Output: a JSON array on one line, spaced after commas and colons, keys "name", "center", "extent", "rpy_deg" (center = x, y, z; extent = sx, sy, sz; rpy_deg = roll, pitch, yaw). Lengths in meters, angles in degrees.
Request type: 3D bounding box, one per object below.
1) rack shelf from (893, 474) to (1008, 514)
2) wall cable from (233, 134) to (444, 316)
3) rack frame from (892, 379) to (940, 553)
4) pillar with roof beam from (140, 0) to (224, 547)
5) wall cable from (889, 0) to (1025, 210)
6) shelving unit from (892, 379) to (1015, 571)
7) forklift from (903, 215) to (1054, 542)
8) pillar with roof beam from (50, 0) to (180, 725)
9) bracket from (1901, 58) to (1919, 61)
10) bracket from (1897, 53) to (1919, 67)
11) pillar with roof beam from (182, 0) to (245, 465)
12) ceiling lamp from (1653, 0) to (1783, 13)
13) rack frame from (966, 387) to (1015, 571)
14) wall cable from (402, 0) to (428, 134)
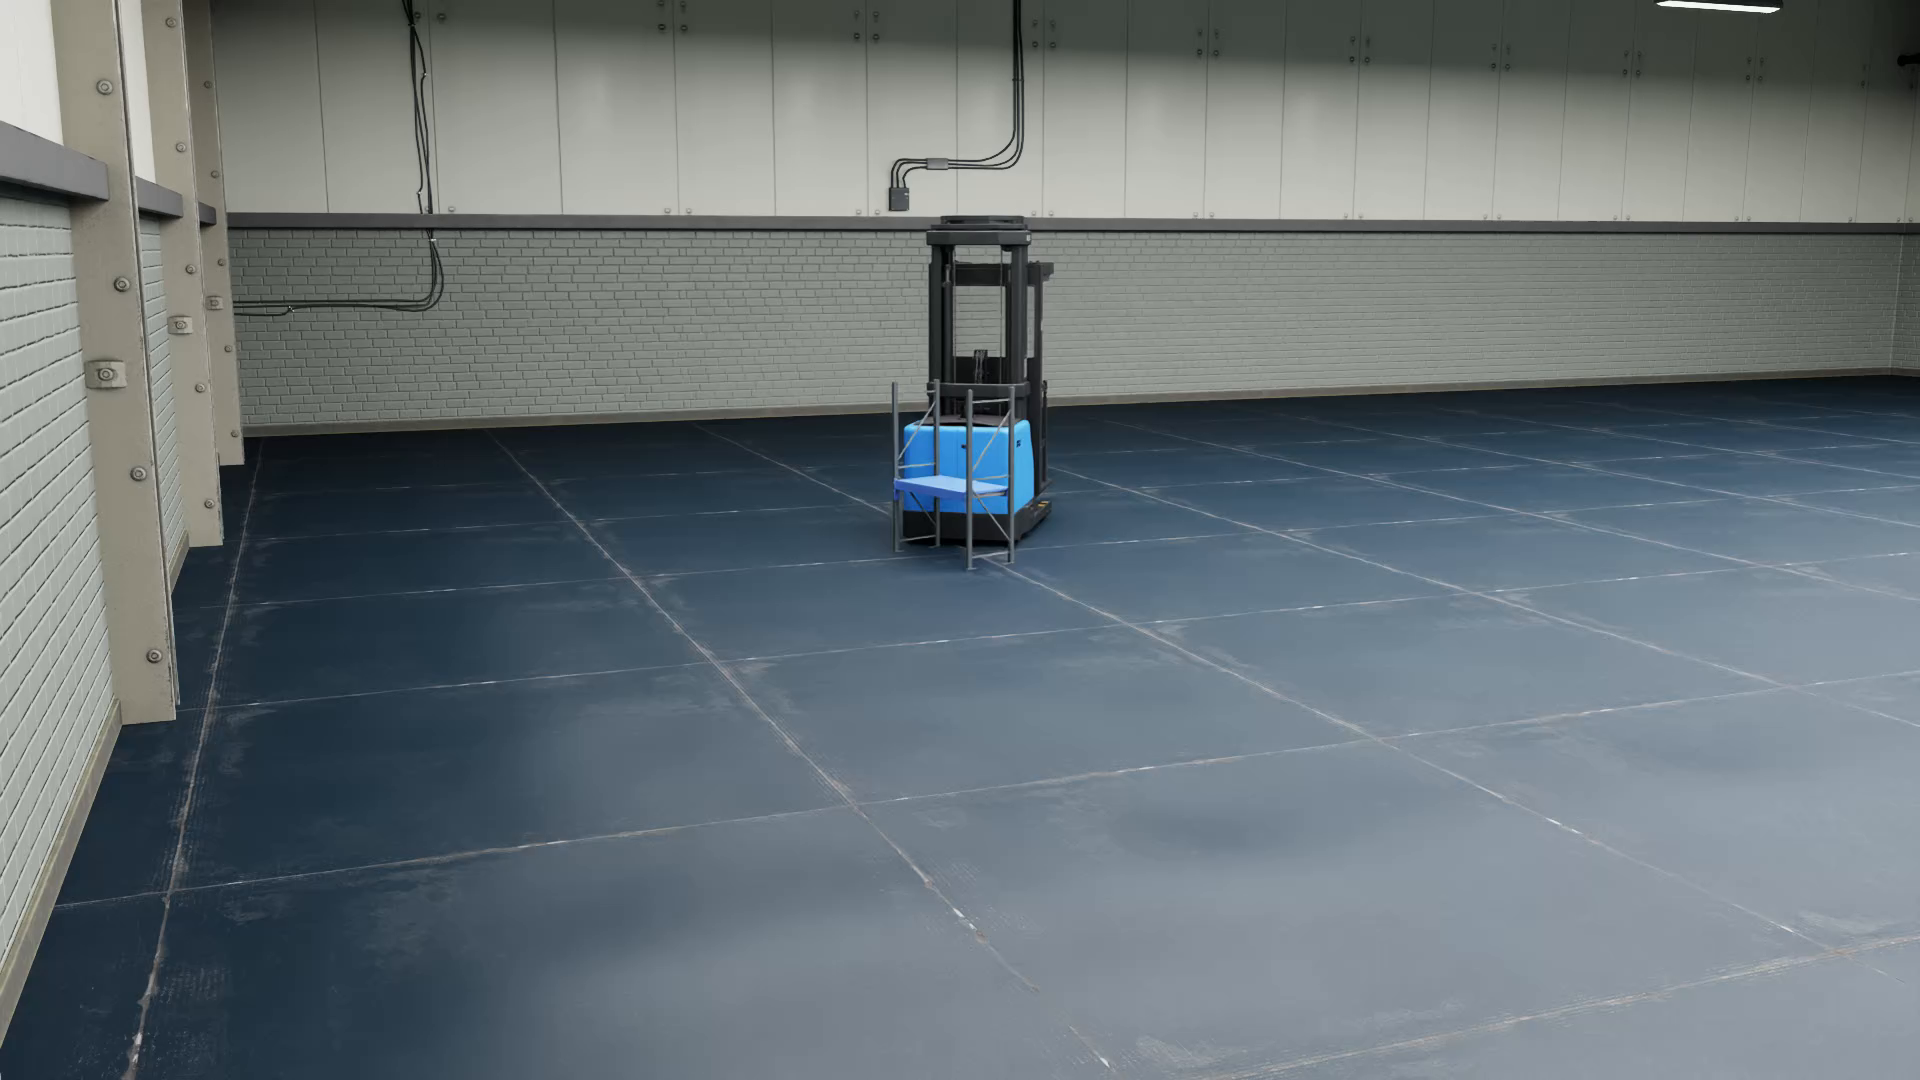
[{"name": "rack shelf", "center": [-0.066, -0.404, 14.264], "extent": [0.538, 0.185, 1.000], "rpy_deg": [-8, 13, -38]}, {"name": "wall cable", "center": [-8.875, -4.422, 23.281], "extent": [3.097, 2.526, 0.112], "rpy_deg": [-4, 11, -21]}, {"name": "rack frame", "center": [-0.385, -0.650, 14.622], "extent": [0.500, 1.500, 0.032], "rpy_deg": [-8, 13, -38]}, {"name": "pillar with roof beam", "center": [-2.854, -4.680, 15.864], "extent": [9.100, 9.000, 0.400], "rpy_deg": [-4, 11, -21]}, {"name": "wall cable", "center": [-0.021, -8.225, 26.084], "extent": [2.305, 6.003, 0.169], "rpy_deg": [-4, 11, -21]}, {"name": "shelving unit", "center": [-0.066, -0.581, 14.233], "extent": [0.538, 1.500, 1.048], "rpy_deg": [-8, 13, -38]}, {"name": "forklift", "center": [0.294, -1.639, 16.094], "extent": [1.130, 2.935, 3.031], "rpy_deg": [2, 10, 12]}, {"name": "pillar with roof beam", "center": [-0.679, -3.700, 10.358], "extent": [9.100, 9.000, 0.400], "rpy_deg": [-4, 11, -21]}, {"name": "bracket", "center": [19.193, -9.493, 32.644], "extent": [0.076, 0.066, 3.189], "rpy_deg": [-4, 11, -21]}, {"name": "bracket", "center": [18.979, -9.589, 33.186], "extent": [0.235, 0.232, 0.430], "rpy_deg": [-4, 11, -21]}, {"name": "pillar with roof beam", "center": [-5.028, -5.659, 21.370], "extent": [9.100, 9.000, 0.400], "rpy_deg": [-4, 11, -21]}, {"name": "ceiling lamp", "center": [10.254, -8.848, 22.627], "extent": [2.000, 3.185, 0.800], "rpy_deg": [-4, 11, -21]}, {"name": "rack frame", "center": [0.254, -0.512, 13.843], "extent": [0.500, 1.500, 0.032], "rpy_deg": [-8, 13, -38]}, {"name": "wall cable", "center": [-6.354, -7.080, 23.804], "extent": [3.097, 2.526, 0.112], "rpy_deg": [-4, 11, -21]}]
